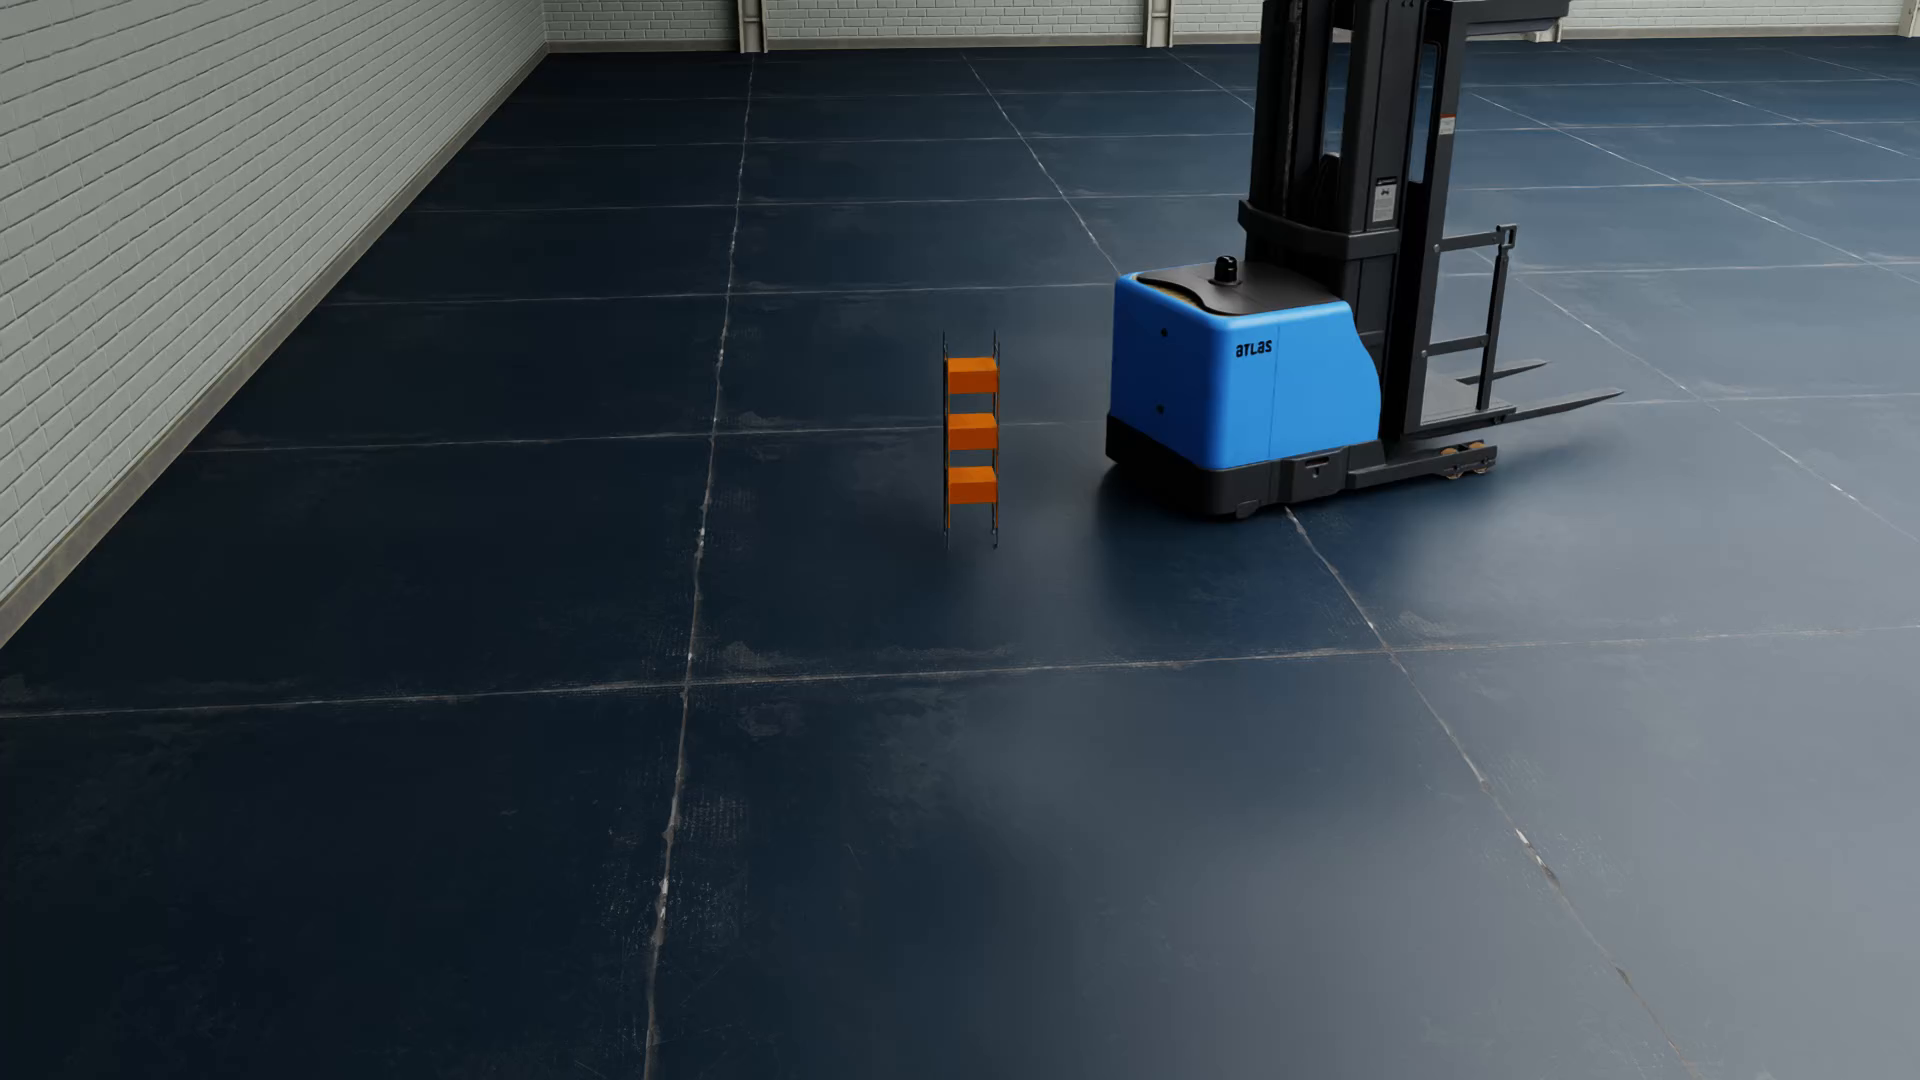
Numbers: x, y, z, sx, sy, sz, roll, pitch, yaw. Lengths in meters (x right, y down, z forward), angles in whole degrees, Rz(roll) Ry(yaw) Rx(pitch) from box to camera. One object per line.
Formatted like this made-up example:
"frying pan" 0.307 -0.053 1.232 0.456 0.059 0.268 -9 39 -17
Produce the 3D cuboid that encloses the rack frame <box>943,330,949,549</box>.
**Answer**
"rack frame" -0.068 -0.477 8.031 0.008 1.050 0.200 -2 24 -5

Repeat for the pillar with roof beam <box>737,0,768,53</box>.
"pillar with roof beam" -2.594 -9.526 18.604 0.400 9.000 9.100 -2 24 -5

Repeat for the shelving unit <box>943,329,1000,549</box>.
"shelving unit" 0.053 -0.482 8.042 0.252 1.050 0.215 -2 24 -5

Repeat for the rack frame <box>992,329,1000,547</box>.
"rack frame" 0.175 -0.487 8.053 0.008 1.050 0.200 -2 24 -5

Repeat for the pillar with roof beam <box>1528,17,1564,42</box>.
"pillar with roof beam" 9.348 -10.006 19.682 0.400 9.000 9.100 -2 24 -5

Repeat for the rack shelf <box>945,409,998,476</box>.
"rack shelf" 0.053 -0.472 8.046 0.240 0.259 0.215 -2 24 -5

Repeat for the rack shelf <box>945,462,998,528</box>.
"rack shelf" 0.053 -0.218 8.159 0.240 0.259 0.215 -2 24 -5

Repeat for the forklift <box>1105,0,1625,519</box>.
"forklift" 2.353 -1.847 8.796 3.031 2.935 1.130 -11 26 -24

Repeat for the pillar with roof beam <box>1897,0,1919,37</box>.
"pillar with roof beam" 15.319 -10.245 20.220 0.400 9.000 9.100 -2 24 -5

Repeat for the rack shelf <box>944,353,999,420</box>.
"rack shelf" 0.053 -0.732 7.931 0.240 0.259 0.215 -2 24 -5

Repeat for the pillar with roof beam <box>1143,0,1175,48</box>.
"pillar with roof beam" 3.377 -9.766 19.143 0.400 9.000 9.100 -2 24 -5
